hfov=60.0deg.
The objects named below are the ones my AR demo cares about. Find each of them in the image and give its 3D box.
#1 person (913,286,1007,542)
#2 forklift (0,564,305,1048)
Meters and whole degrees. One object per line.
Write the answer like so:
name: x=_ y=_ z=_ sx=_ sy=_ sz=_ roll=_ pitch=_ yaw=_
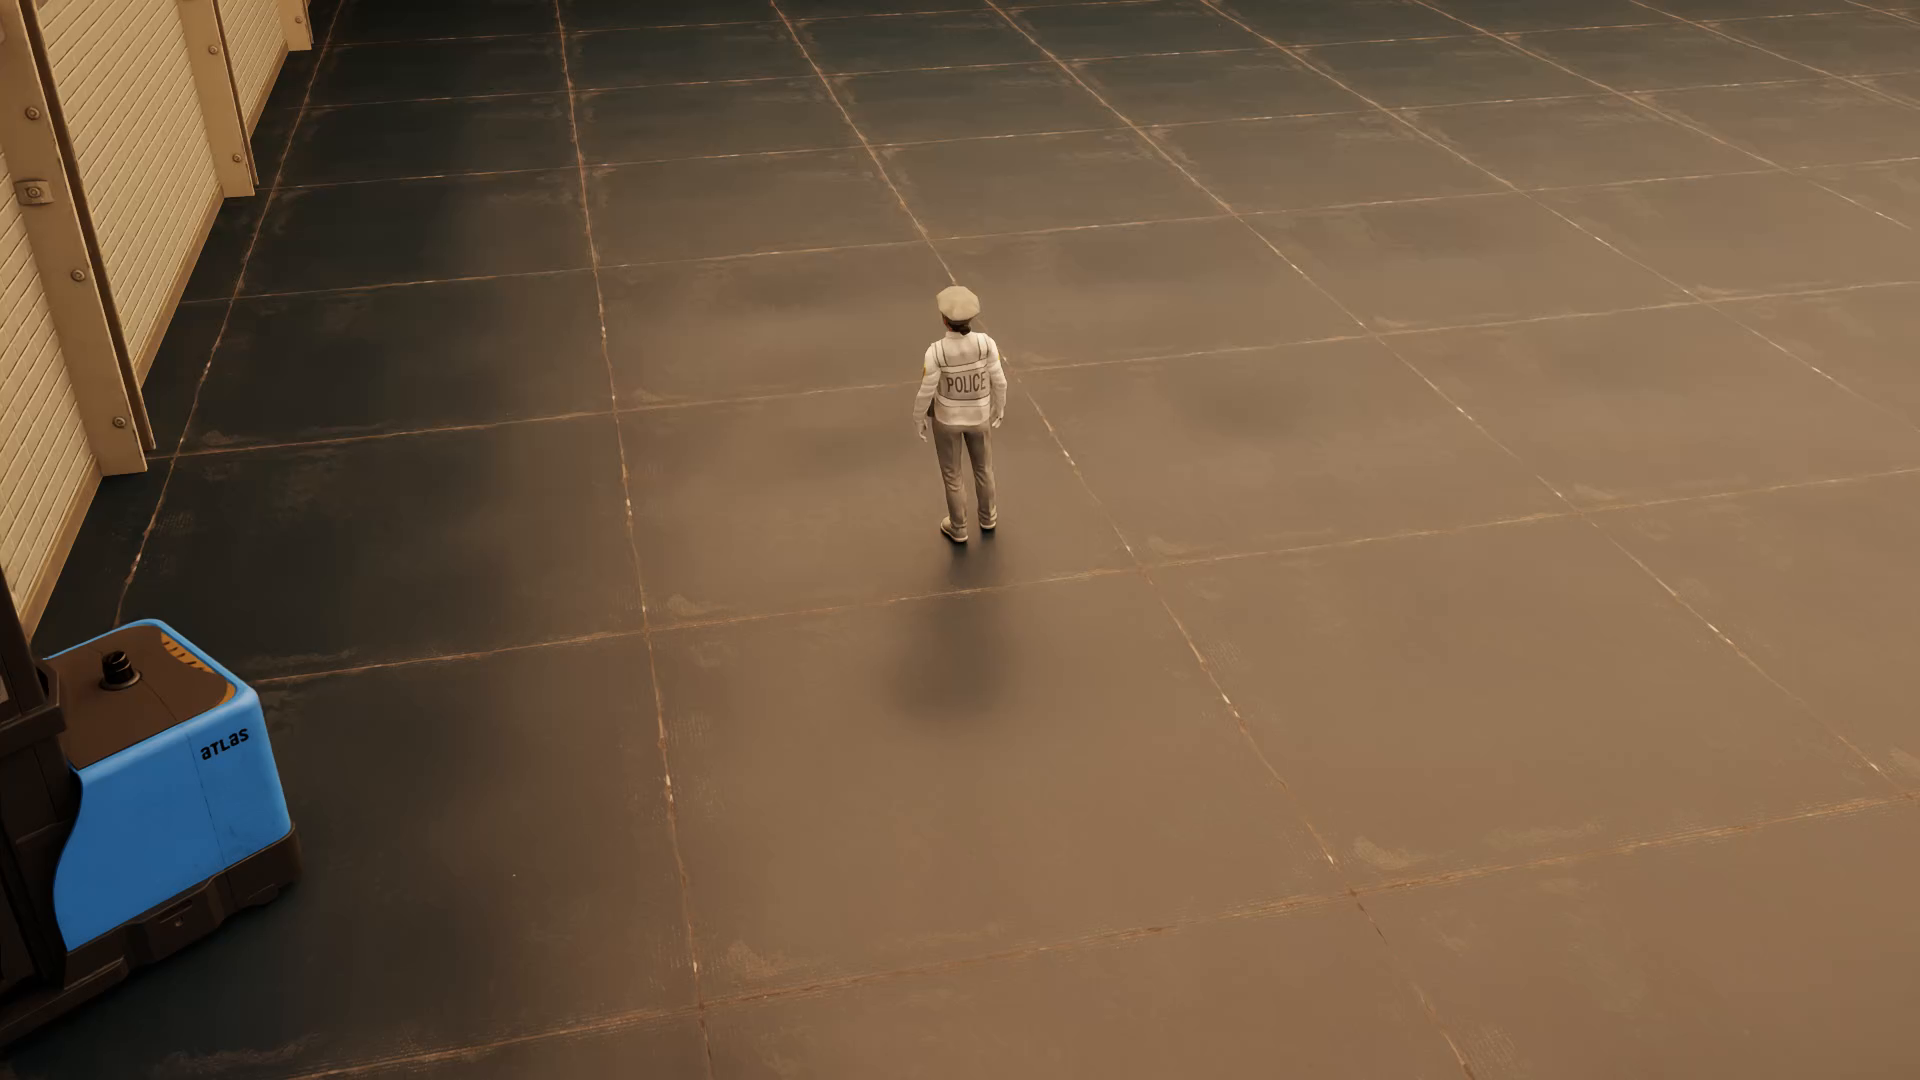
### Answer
person: x=-0.009 y=-0.774 z=10.131 sx=0.586 sy=1.694 sz=0.530 roll=-7 pitch=31 yaw=-12
forklift: x=-4.393 y=0.717 z=6.337 sx=1.130 sy=2.935 sz=3.031 roll=24 pitch=38 yaw=35
